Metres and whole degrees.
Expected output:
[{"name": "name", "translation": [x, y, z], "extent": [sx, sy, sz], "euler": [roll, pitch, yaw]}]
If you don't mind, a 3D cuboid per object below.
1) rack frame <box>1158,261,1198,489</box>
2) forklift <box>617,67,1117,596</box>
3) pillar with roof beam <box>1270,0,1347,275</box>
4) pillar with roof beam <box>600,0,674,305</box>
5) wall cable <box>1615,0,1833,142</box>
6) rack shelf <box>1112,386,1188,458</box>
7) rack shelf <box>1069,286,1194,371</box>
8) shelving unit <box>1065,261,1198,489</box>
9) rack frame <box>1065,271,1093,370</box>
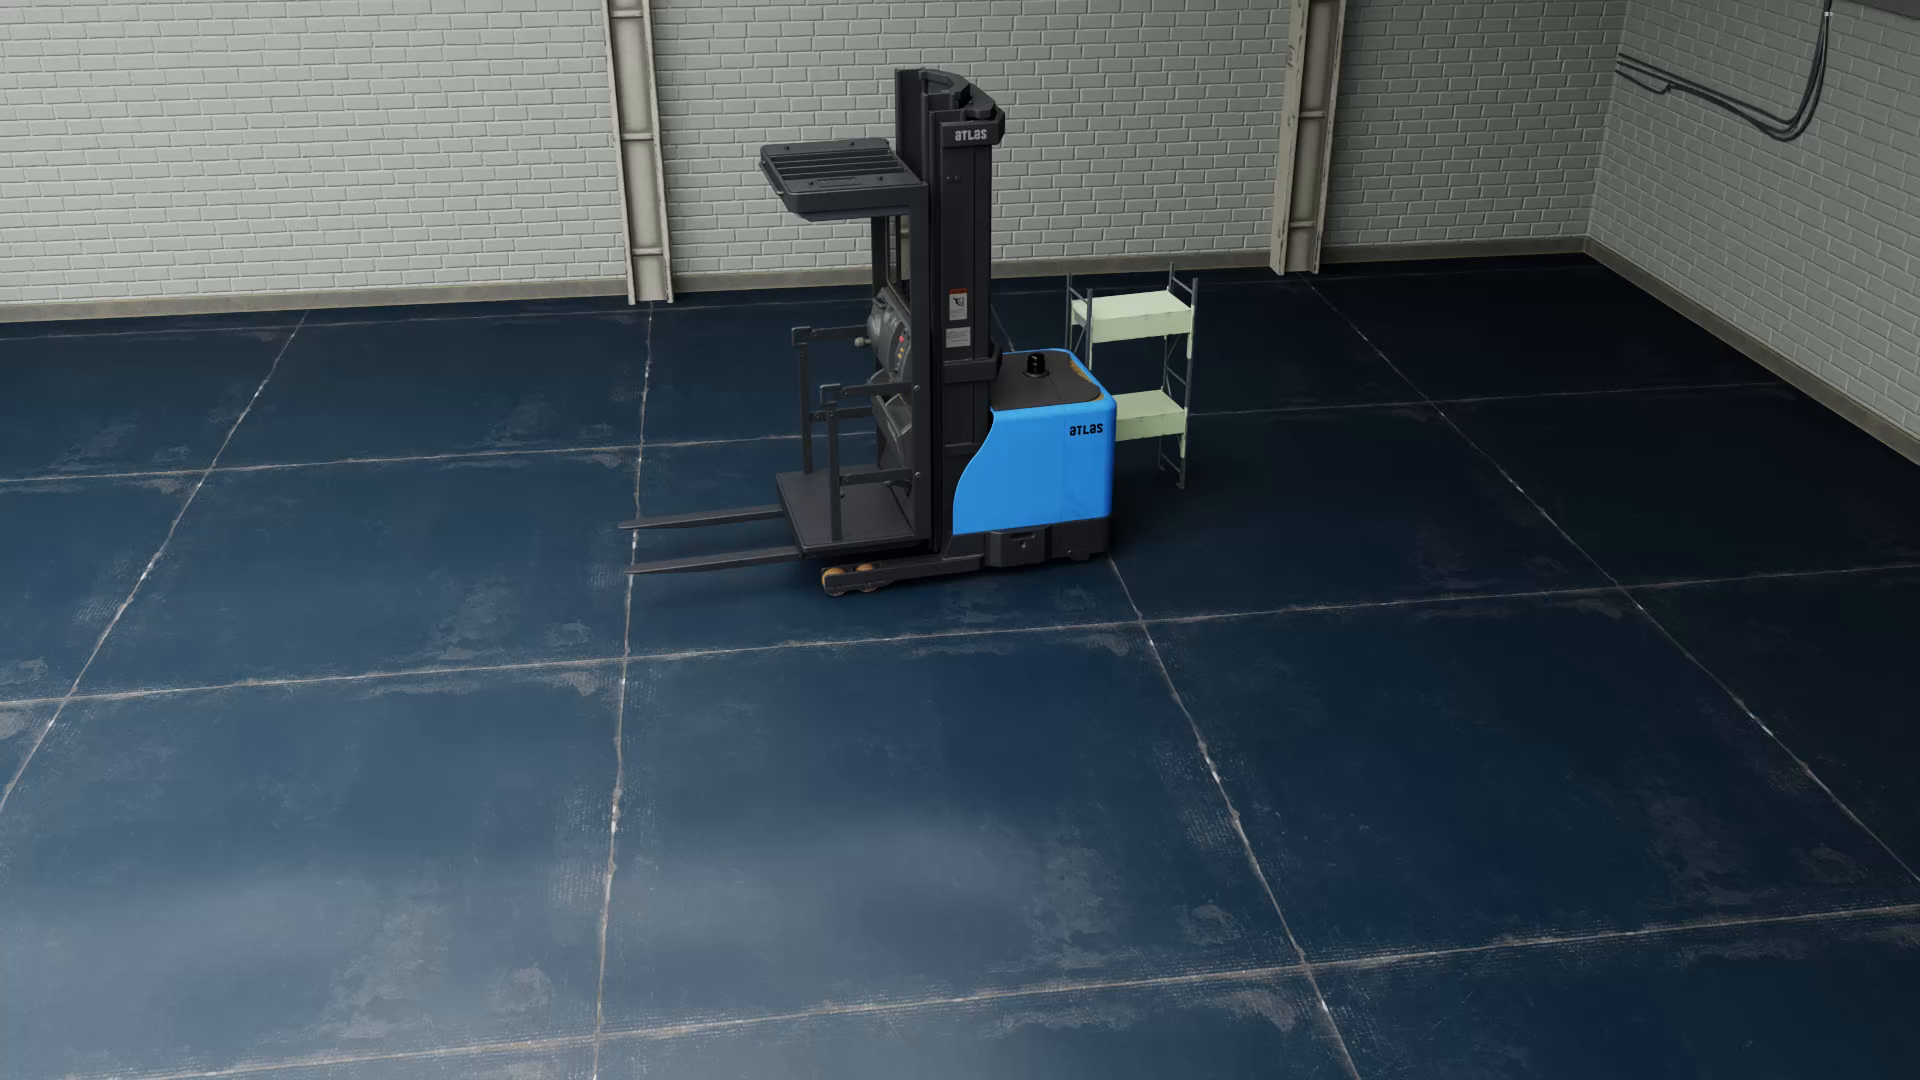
[{"name": "rack frame", "translation": [1.471, -1.104, 11.260], "extent": [0.023, 1.500, 0.400], "euler": [-8, 28, -15]}, {"name": "forklift", "translation": [-0.607, -1.232, 9.941], "extent": [3.031, 2.935, 1.130], "euler": [-7, 28, -13]}, {"name": "pillar with roof beam", "translation": [3.761, -4.624, 9.904], "extent": [0.400, 9.000, 9.100], "euler": [-4, 27, -7]}, {"name": "pillar with roof beam", "translation": [-2.181, -4.242, 9.160], "extent": [0.400, 9.000, 9.100], "euler": [-4, 27, -7]}, {"name": "wall cable", "translation": [6.263, -4.778, 13.606], "extent": [0.112, 2.526, 3.097], "euler": [-4, 27, -7]}, {"name": "rack shelf", "translation": [1.122, -0.764, 11.311], "extent": [0.720, 0.370, 0.431], "euler": [-8, 28, -15]}, {"name": "rack shelf", "translation": [1.122, -1.402, 10.984], "extent": [0.720, 0.370, 0.431], "euler": [-8, 28, -15]}, {"name": "shelving unit", "translation": [1.122, -1.054, 11.162], "extent": [0.755, 1.500, 0.431], "euler": [-8, 28, -15]}, {"name": "rack frame", "translation": [0.773, -1.004, 11.064], "extent": [0.023, 1.500, 0.400], "euler": [-8, 28, -15]}]
